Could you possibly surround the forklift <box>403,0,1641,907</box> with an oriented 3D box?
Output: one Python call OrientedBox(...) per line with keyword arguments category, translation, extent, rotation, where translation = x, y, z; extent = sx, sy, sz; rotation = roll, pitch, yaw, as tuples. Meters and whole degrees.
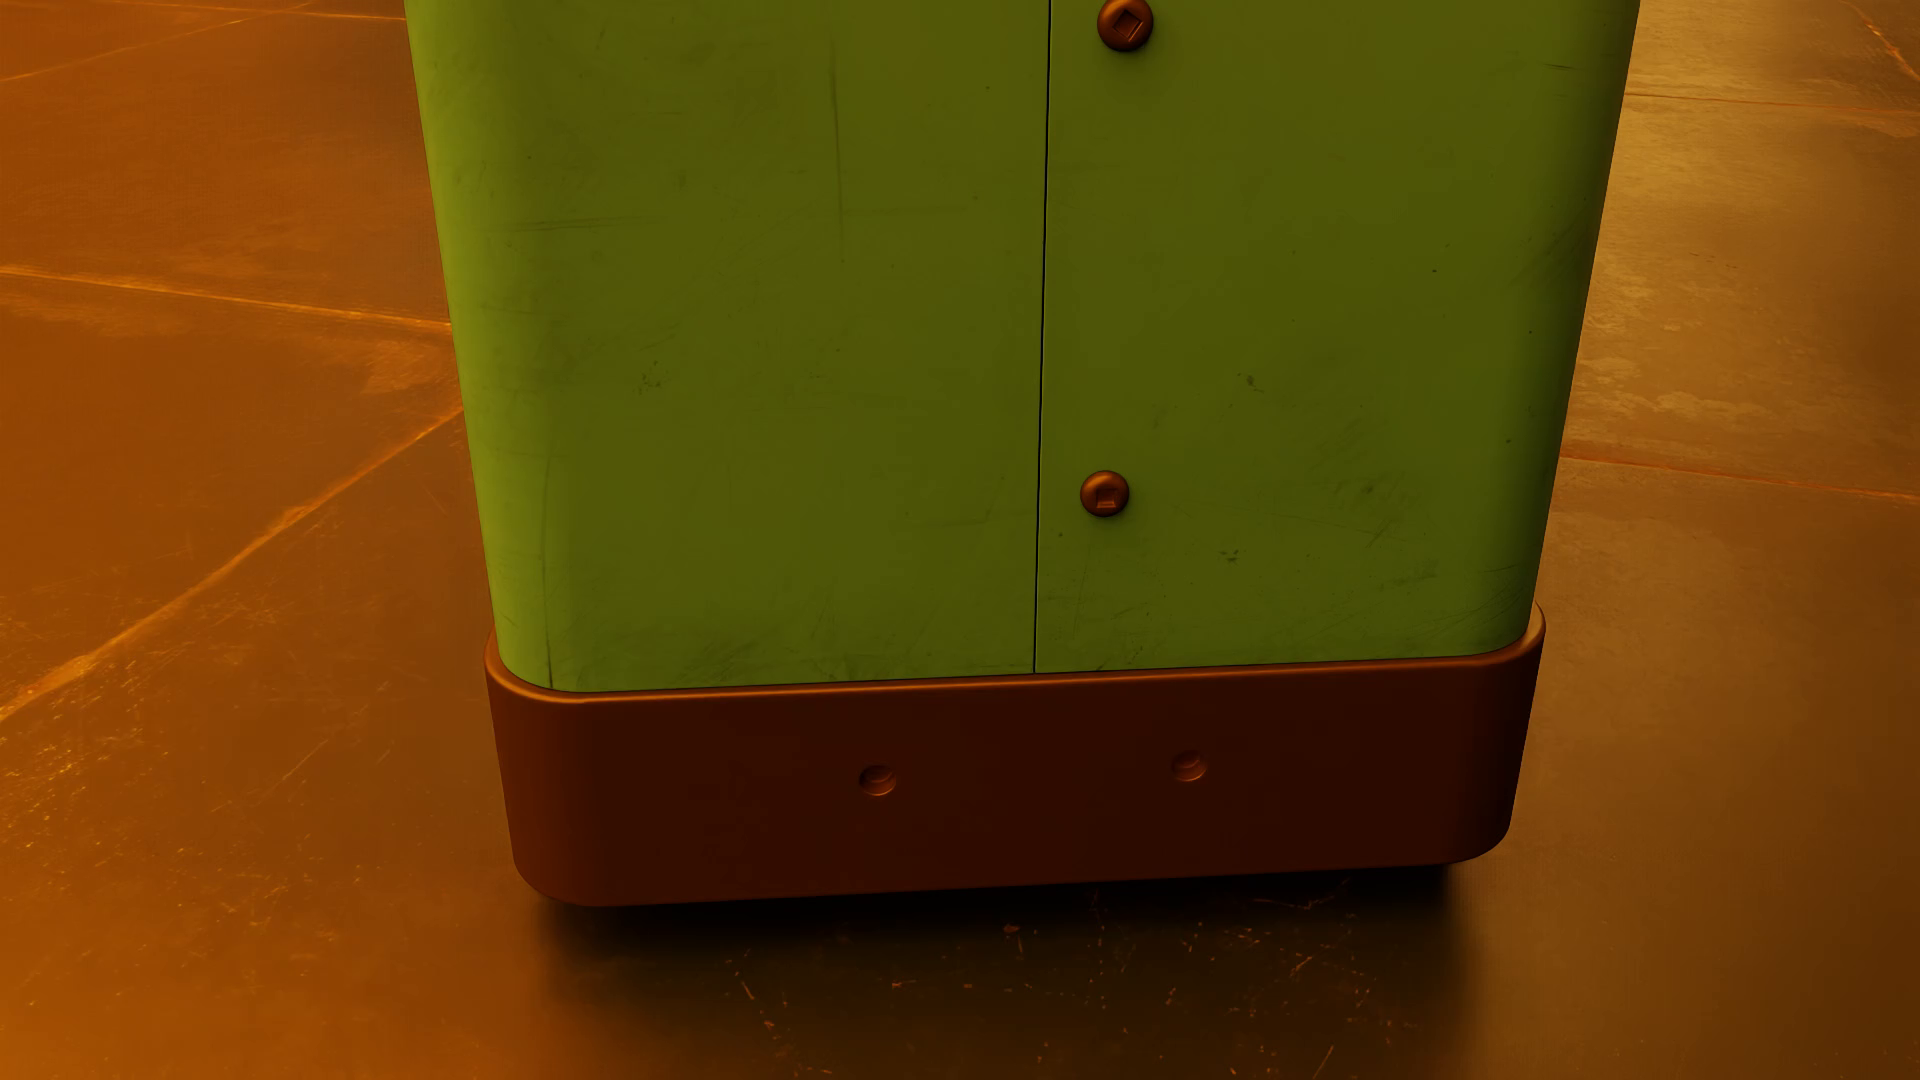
OrientedBox(category="forklift", translation=(-0.048, -1.581, 2.374), extent=(1.130, 2.935, 3.031), rotation=(-2, 27, -4))
